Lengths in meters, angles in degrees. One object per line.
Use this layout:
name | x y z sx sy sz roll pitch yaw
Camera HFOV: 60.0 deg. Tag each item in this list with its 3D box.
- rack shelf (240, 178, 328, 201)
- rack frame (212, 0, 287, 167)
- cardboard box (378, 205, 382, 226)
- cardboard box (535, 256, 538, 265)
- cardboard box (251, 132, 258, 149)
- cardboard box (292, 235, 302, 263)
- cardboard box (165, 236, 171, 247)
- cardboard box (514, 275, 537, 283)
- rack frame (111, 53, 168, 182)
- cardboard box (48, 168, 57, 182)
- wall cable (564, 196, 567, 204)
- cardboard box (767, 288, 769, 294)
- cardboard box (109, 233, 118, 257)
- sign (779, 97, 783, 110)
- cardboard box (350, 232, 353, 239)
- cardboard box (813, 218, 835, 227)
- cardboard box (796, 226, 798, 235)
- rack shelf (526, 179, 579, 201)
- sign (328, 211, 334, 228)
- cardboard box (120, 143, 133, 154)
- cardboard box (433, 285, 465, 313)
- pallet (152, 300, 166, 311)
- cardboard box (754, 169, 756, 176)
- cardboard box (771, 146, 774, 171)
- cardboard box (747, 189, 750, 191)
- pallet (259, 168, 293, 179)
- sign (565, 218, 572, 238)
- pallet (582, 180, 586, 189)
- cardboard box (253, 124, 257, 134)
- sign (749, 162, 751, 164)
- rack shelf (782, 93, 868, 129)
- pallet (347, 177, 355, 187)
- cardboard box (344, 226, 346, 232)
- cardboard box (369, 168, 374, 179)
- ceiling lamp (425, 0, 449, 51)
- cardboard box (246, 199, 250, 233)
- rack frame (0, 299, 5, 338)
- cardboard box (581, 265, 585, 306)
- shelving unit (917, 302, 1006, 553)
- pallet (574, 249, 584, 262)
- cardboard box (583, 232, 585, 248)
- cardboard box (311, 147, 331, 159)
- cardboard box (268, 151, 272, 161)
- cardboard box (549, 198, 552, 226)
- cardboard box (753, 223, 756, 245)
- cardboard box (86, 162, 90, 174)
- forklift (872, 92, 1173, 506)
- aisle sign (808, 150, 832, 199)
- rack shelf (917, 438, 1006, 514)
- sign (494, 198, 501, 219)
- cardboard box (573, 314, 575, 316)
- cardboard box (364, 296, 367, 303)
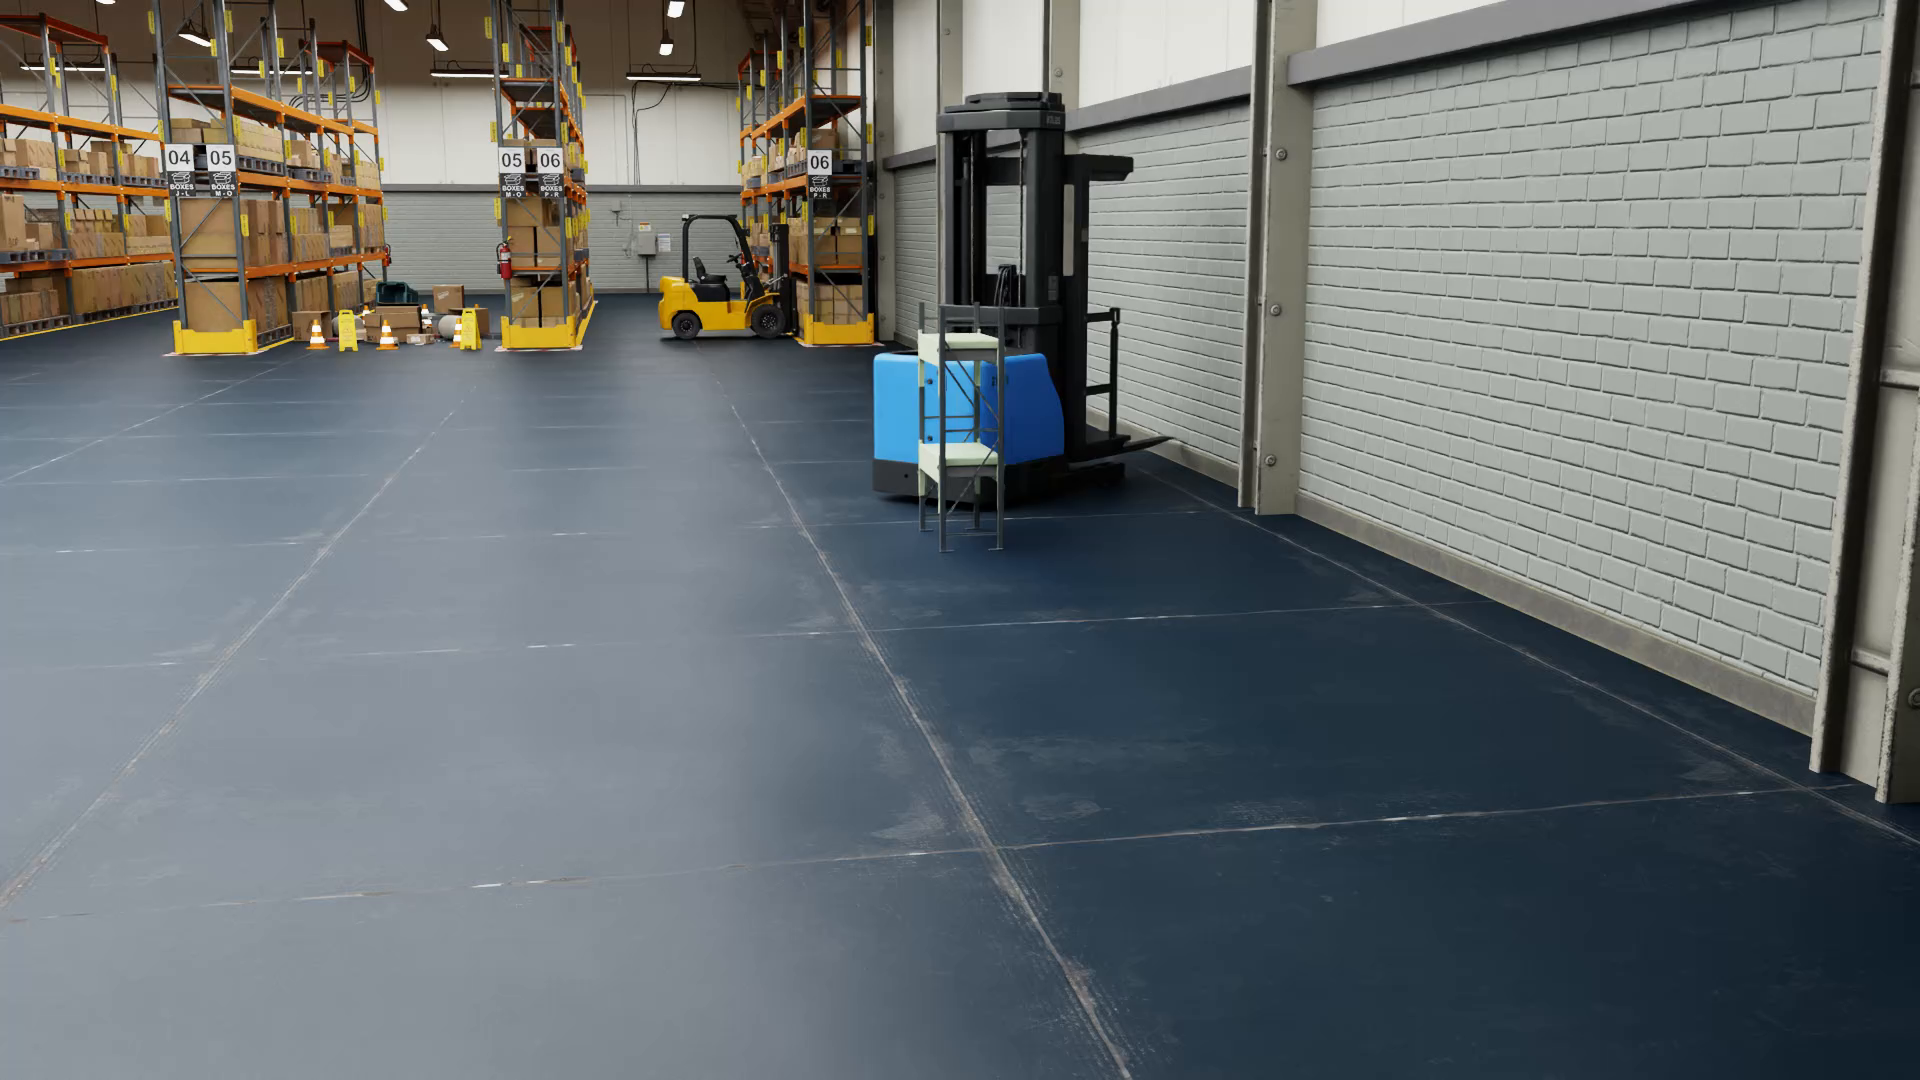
rack shelf | -12.929 -6.672 31.629 1.077 0.370 4.000 -2 11 -11
rack frame | -12.540 -8.132 29.354 1.000 3.000 0.127 -2 11 -11
cardboard box | -14.541 -7.997 40.954 0.500 0.500 0.500 -2 11 -12
cardboard box | -7.388 -4.776 28.437 0.380 0.149 0.250 -2 11 -10
cardboard box | -11.803 -6.536 27.207 0.500 0.250 0.500 -2 11 -11
cardboard box | -12.379 -5.340 30.464 0.500 0.500 0.500 -2 11 -10
cardboard box | -19.404 -7.217 40.198 0.500 0.250 0.500 -2 11 -12
cardboard box | -7.732 -4.639 29.539 0.380 0.149 0.250 -1 11 -8
rack frame | -19.759 -10.171 40.067 1.000 3.000 0.127 -2 11 -11
cardboard box | -17.870 -7.078 32.241 0.500 0.250 0.500 -2 11 -11
wall cable | -11.158 -9.132 47.852 0.585 1.953 0.123 -2 11 -11
cardboard box | -3.994 -5.438 36.809 0.500 0.500 0.500 -2 11 -12
cardboard box | -18.533 -6.373 35.887 0.500 0.500 0.500 -2 11 -9
sign | -4.622 -11.266 42.897 0.100 0.325 0.005 -2 11 -11
cardboard box | -13.825 -6.815 37.234 0.380 0.149 0.250 -2 11 -9
cardboard box | -2.335 -5.403 28.263 0.380 0.149 0.250 -2 11 -11
cardboard box | -2.751 -5.580 29.989 0.380 0.149 0.250 -2 11 -12
rack shelf | -8.093 -6.870 32.672 1.077 0.370 4.000 -2 11 -11
sign | -12.774 -6.508 33.770 0.100 0.325 0.005 -2 11 -11
cardboard box | -19.376 -8.999 38.271 0.500 0.250 0.500 -2 11 -13
cardboard box | -9.445 -4.457 30.752 0.500 0.500 0.500 -2 11 -11
pallet | -19.293 -5.487 38.960 1.003 0.211 1.213 -2 11 -11
cardboard box | -4.483 -8.334 37.719 0.380 0.149 0.250 -2 11 -10
cardboard box | -3.516 -7.846 34.214 0.700 0.500 0.500 -2 11 -12
cardboard box | -5.080 -8.718 41.130 0.380 0.149 0.250 -2 11 -10
pallet | -12.767 -6.731 30.526 0.805 0.209 1.217 -3 11 -13
sign | -6.394 -5.095 27.126 0.100 0.325 0.005 -2 11 -11
pallet | -9.884 -8.879 41.536 1.003 0.211 1.213 -2 11 -11
cardboard box | -11.761 -6.754 27.288 0.380 0.149 0.250 -2 11 -12
sign | -4.923 -8.738 39.179 0.100 0.325 0.005 -2 11 -11
rack shelf | -2.447 -7.595 29.526 1.077 0.370 4.000 -2 11 -11
pallet | -14.081 -7.916 36.746 1.213 0.211 1.003 -2 11 -11
cardboard box | -13.674 -6.816 36.442 0.380 0.149 0.250 -2 11 -11
cardboard box | -14.337 -8.768 39.783 0.500 0.250 0.500 -2 11 -10
ceiling lamp | -11.240 -12.433 36.339 0.800 3.185 2.000 -2 11 -11
cardboard box | -11.994 -5.222 26.823 0.875 0.550 0.550 -2 11 -11
rack frame | -17.425 -5.023 29.065 1.000 3.000 0.127 -2 11 -11
cardboard box | -8.705 -5.573 36.514 0.875 0.875 0.875 -2 11 -10
shelving unit | 0.001 -0.736 10.550 0.431 1.500 0.755 -2 11 -11
pallet | -7.710 -5.435 31.740 1.003 0.211 1.213 -2 11 -11
cardboard box | -9.095 -6.995 39.160 0.500 0.500 0.500 -2 11 -9
cardboard box | -13.315 -8.041 34.585 0.396 0.266 0.258 -2 11 -11
cardboard box | -11.958 -6.549 28.341 0.380 0.149 0.250 -2 11 -10
cardboard box | -7.831 -5.981 30.362 0.700 0.500 0.500 -2 11 -12
cardboard box | -4.417 -7.095 38.562 0.700 0.500 0.500 -2 11 -10
cardboard box | -18.856 -7.922 35.388 0.500 0.311 0.500 -3 11 -13
forklift | 0.637 -1.903 12.857 1.130 2.935 3.031 8 13 36
aisle sign | -2.334 -6.085 27.693 0.394 0.787 0.004 -2 11 -11
rack shelf | 0.001 -0.415 10.611 0.431 0.370 0.720 -2 11 -11
sign | -7.475 -5.357 26.879 0.100 0.325 0.005 -2 11 -11
cardboard box | -6.904 -3.757 28.645 0.500 0.250 0.500 -2 11 -9
cardboard box | -13.852 -5.536 38.263 0.380 0.149 0.250 -3 11 -13
